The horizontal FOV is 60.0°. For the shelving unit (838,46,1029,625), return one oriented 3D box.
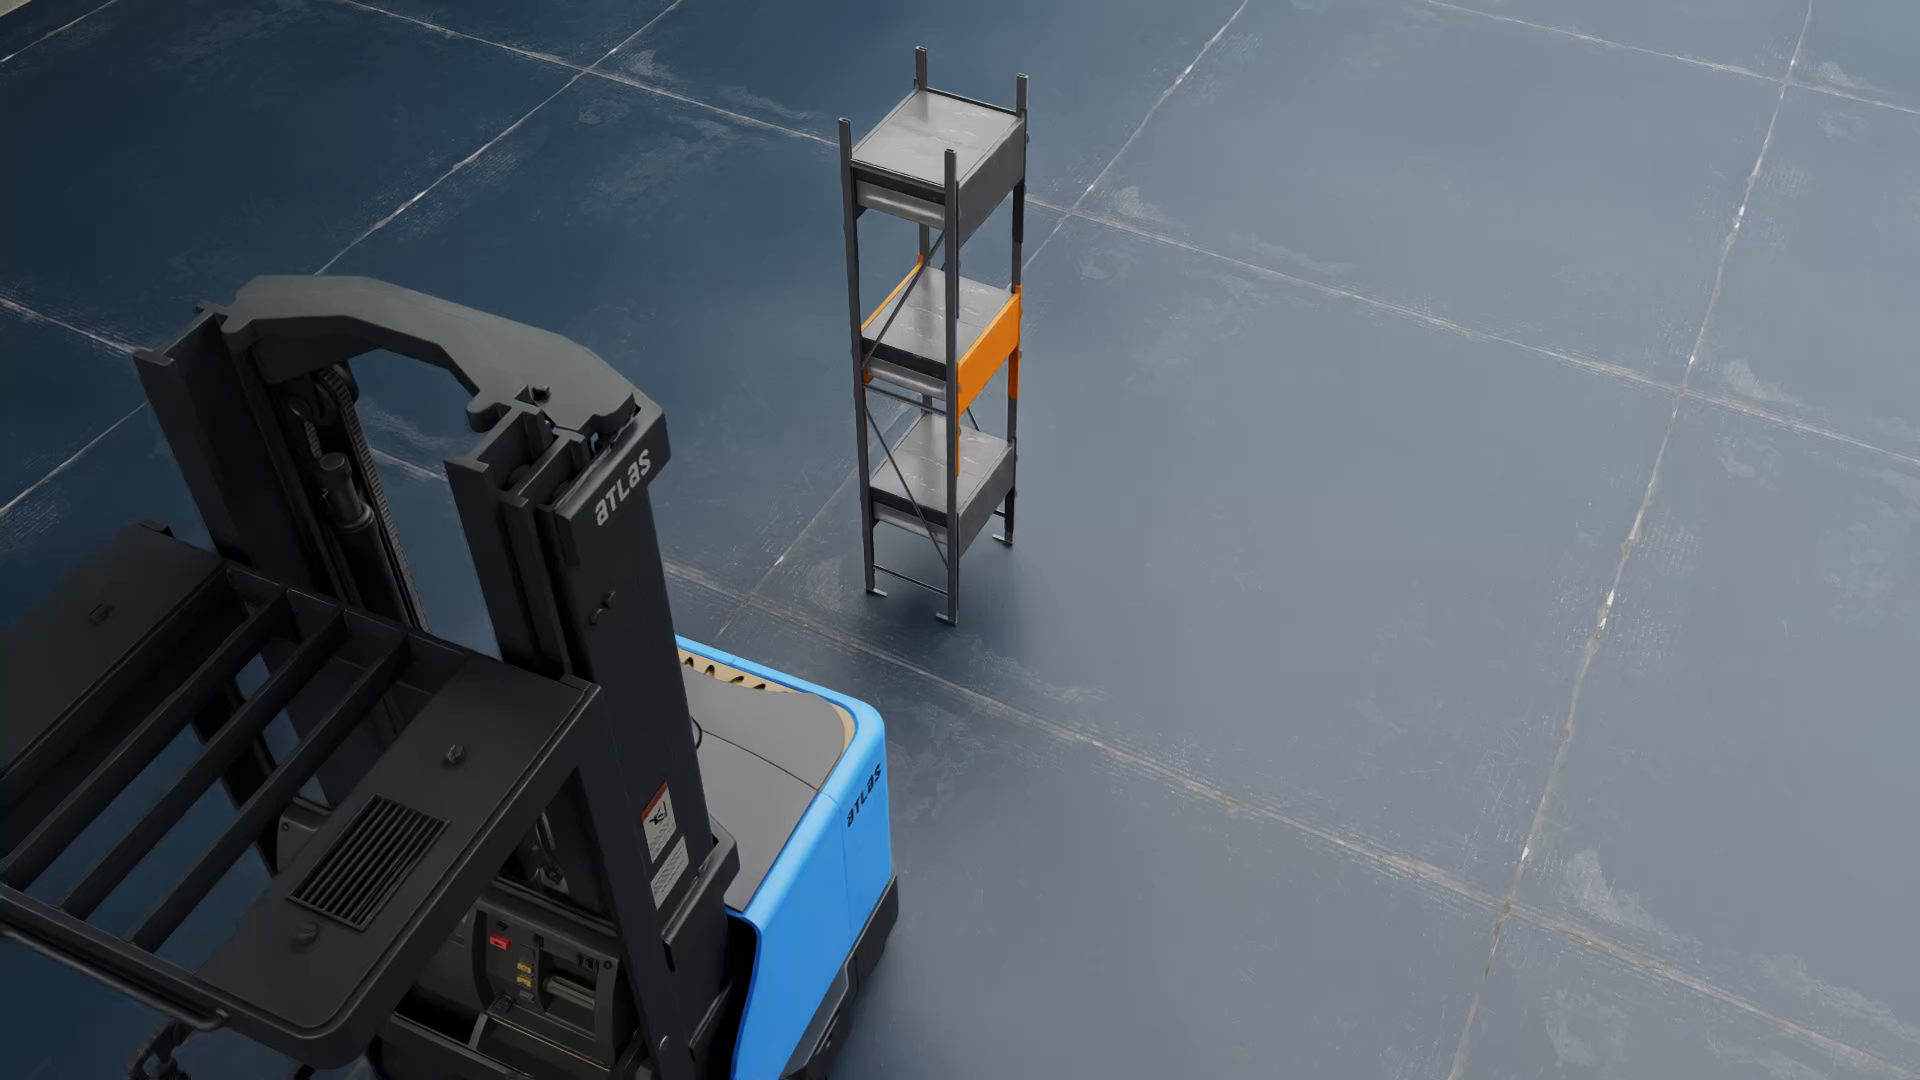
[{"bbox_3d":[-0.077,-0.634,5.900,0.431,2.100,0.503,20,49,19],"label":"shelving unit"}]

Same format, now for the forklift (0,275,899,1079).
[{"bbox_3d":[-1.265,1.026,3.675,1.130,2.935,3.031,18,48,17],"label":"forklift"}]

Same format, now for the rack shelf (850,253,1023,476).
[{"bbox_3d":[-0.077,-0.624,5.910,0.431,0.518,0.480,20,49,19],"label":"rack shelf"}]

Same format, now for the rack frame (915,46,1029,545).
[{"bbox_3d":[0.036,-0.788,6.052,0.400,2.100,0.015,20,49,19],"label":"rack frame"}]

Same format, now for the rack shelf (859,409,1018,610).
[{"bbox_3d":[-0.077,-0.132,6.408,0.431,0.518,0.480,20,49,19],"label":"rack shelf"}]

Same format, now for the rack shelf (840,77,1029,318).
[{"bbox_3d":[-0.077,-1.116,5.412,0.431,0.518,0.480,20,49,19],"label":"rack shelf"}]

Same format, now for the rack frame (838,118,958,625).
[{"bbox_3d":[-0.190,-0.480,5.748,0.400,2.100,0.015,20,49,19],"label":"rack frame"}]
